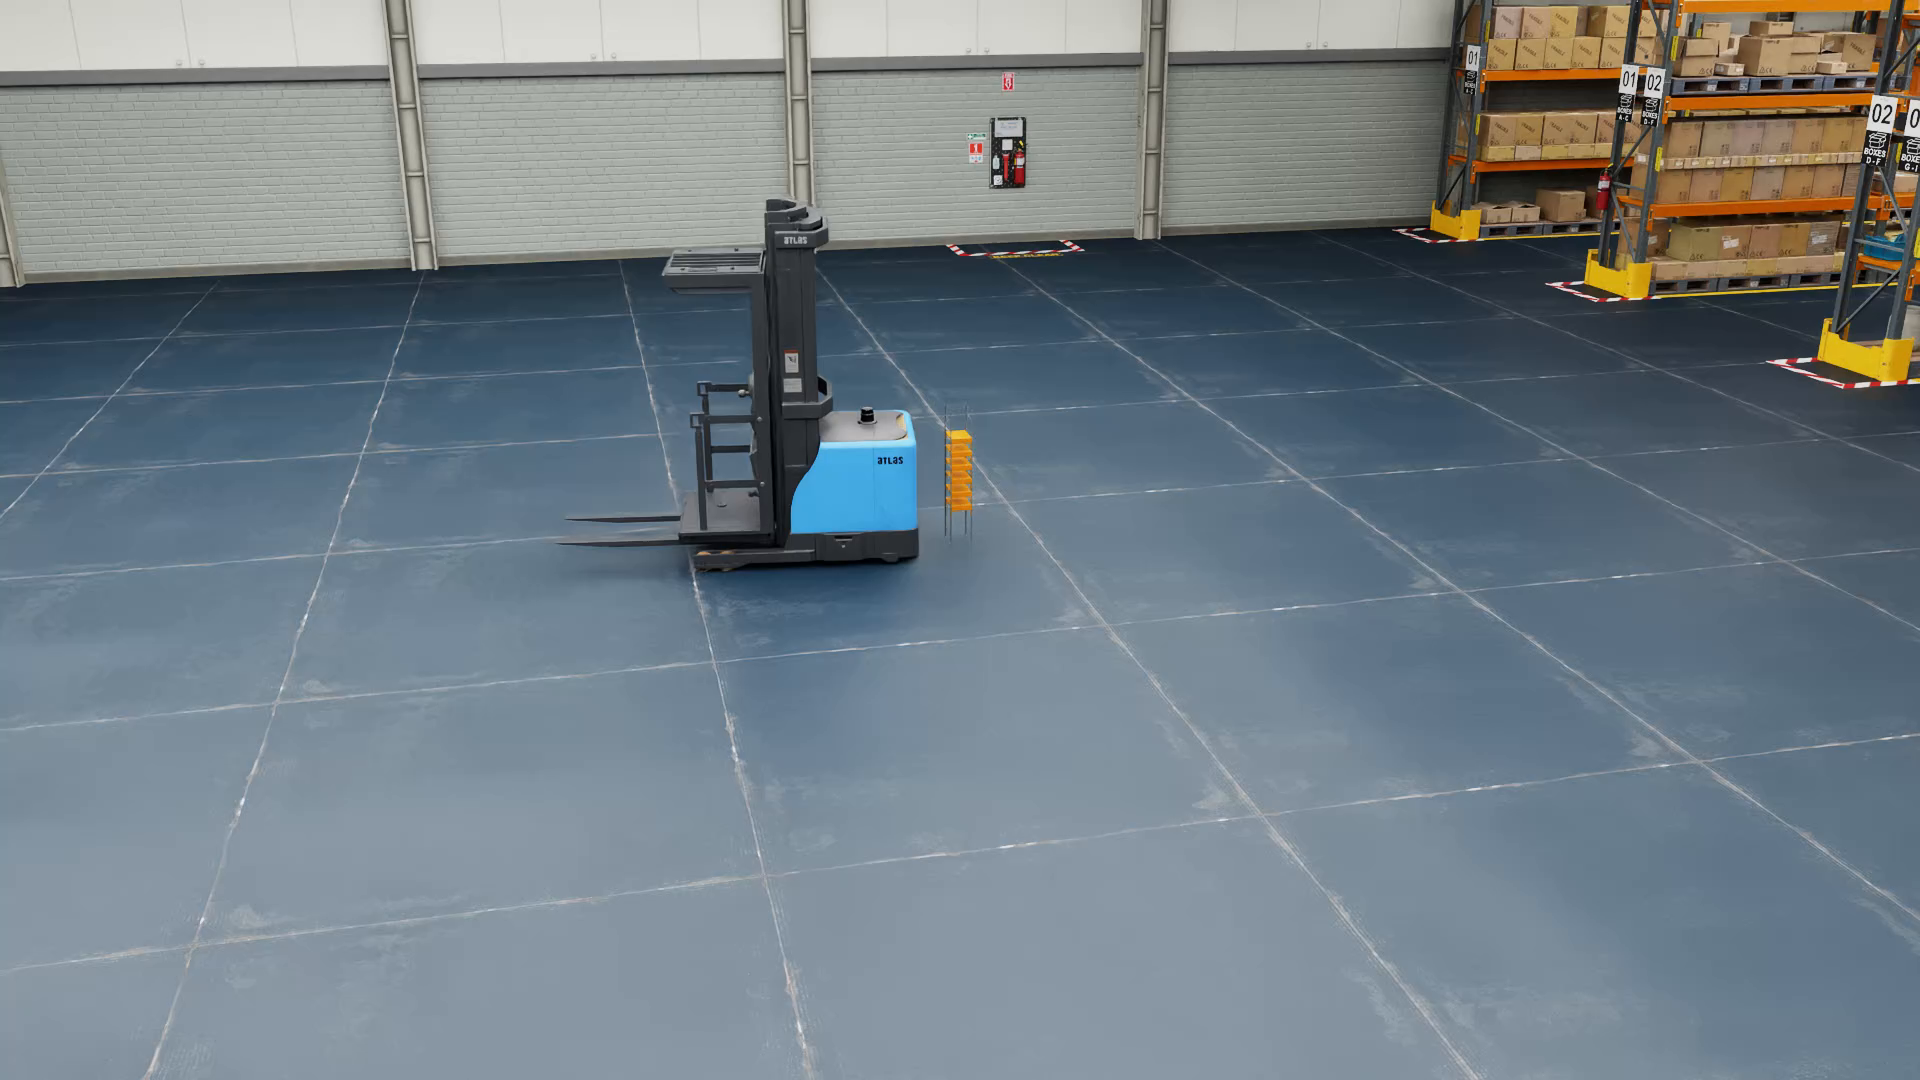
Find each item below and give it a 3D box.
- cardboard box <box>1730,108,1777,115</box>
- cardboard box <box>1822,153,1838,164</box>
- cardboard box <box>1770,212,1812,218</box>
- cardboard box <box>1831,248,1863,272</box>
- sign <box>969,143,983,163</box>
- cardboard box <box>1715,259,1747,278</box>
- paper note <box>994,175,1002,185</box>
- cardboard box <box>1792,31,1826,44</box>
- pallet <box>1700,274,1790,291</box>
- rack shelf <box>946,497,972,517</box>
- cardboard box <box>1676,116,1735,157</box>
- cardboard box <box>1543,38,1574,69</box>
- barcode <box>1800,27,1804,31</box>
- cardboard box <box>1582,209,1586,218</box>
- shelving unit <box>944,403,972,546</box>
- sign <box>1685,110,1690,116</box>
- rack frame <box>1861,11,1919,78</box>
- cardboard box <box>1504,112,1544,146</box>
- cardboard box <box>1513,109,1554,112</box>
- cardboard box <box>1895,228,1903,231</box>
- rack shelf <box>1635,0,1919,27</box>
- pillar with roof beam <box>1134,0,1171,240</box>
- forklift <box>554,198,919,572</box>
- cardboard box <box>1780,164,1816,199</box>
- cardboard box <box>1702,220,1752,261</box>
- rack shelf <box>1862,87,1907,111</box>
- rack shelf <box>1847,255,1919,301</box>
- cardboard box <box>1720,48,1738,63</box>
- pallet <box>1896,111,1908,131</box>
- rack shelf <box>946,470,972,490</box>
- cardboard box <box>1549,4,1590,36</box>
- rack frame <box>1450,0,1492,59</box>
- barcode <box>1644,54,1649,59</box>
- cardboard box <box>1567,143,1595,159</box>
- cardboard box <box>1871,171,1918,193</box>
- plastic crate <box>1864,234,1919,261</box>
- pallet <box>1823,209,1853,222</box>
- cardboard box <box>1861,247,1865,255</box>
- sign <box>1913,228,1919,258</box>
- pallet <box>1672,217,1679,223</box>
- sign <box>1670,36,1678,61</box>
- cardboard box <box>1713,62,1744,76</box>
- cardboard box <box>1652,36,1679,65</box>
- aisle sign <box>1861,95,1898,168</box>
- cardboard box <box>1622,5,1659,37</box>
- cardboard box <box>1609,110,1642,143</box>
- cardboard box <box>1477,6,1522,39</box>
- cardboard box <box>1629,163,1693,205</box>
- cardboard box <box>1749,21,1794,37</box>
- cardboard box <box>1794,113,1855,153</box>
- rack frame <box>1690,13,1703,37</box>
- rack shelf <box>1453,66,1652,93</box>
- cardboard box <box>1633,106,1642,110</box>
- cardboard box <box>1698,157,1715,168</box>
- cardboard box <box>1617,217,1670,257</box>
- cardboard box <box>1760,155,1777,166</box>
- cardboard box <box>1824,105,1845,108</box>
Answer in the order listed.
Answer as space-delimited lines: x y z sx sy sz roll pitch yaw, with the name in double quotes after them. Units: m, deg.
14.175 -7.482 29.815 0.500 0.500 0.700 -2 20 -5 "cardboard box"
12.670 -5.634 24.467 0.250 0.149 0.380 -5 21 -13 "cardboard box"
12.628 -4.721 25.361 0.500 0.500 0.500 -5 21 -12 "cardboard box"
13.235 -4.233 25.119 0.500 0.250 0.500 -5 21 -12 "cardboard box"
0.268 -6.473 27.795 0.234 0.329 0.001 -5 21 -12 "sign"
11.289 -4.075 24.686 0.500 0.250 0.500 -5 21 -12 "cardboard box"
0.641 -6.061 28.002 0.142 0.148 0.016 -5 21 -12 "paper note"
15.103 -8.806 29.676 0.637 0.503 0.797 -2 20 -5 "cardboard box"
11.663 -3.981 25.098 1.213 0.211 1.003 -5 21 -12 "pallet"
-0.014 -0.295 14.425 0.180 0.103 0.258 -5 21 -12 "rack shelf"
10.763 -5.857 24.133 0.500 0.500 0.700 -5 21 -14 "cardboard box"
10.018 -8.259 28.186 0.500 0.500 0.500 -4 20 -10 "cardboard box"
15.193 -9.224 30.008 0.075 0.075 0.001 -5 21 -12 "barcode"
10.932 -5.843 29.632 0.250 0.149 0.380 -6 21 -17 "cardboard box"
-0.014 -0.562 14.327 0.189 1.200 0.258 -5 21 -12 "shelving unit"
12.625 -7.320 28.901 0.005 0.325 0.100 -5 21 -12 "sign"
13.636 -8.254 23.986 0.127 3.000 1.000 -5 21 -12 "rack frame"
9.617 -7.042 28.499 0.500 0.500 0.500 -5 21 -12 "cardboard box"
10.004 -7.257 29.085 0.500 0.500 0.500 -5 21 -14 "cardboard box"
14.584 -4.594 25.288 0.500 0.311 0.500 -5 21 -13 "cardboard box"
11.690 -7.570 23.747 4.000 0.370 1.077 -5 21 -12 "rack shelf"
4.234 -8.024 23.359 0.400 9.000 9.100 -5 21 -12 "pillar with roof beam"
-1.893 -1.302 13.830 3.031 2.935 1.130 -2 20 -5 "forklift"
12.205 -5.365 24.675 0.500 0.500 0.700 -4 21 -12 "cardboard box"
11.286 -4.431 24.568 0.500 0.500 0.500 -5 21 -12 "cardboard box"
15.583 -6.666 25.058 4.000 0.370 1.077 -5 21 -12 "rack shelf"
12.826 -3.283 20.183 4.000 0.370 1.077 -5 21 -12 "rack shelf"
11.345 -6.973 24.167 0.500 0.311 0.500 -2 20 -6 "cardboard box"
11.707 -4.815 19.233 1.213 0.211 1.003 -5 21 -12 "pallet"
-0.014 -0.521 14.342 0.180 0.103 0.258 -5 21 -12 "rack shelf"
10.464 -8.950 28.619 0.500 0.500 0.500 -5 21 -13 "cardboard box"
8.600 -9.595 27.648 0.127 3.000 1.000 -5 21 -12 "rack frame"
9.926 -6.987 24.044 0.075 0.075 0.001 -5 21 -12 "barcode"
10.640 -6.773 28.855 0.500 0.250 0.500 -4 21 -12 "cardboard box"
14.105 -5.420 25.190 0.500 0.250 0.500 -3 20 -9 "cardboard box"
11.298 -3.532 20.034 0.616 0.251 0.499 -5 21 -12 "plastic crate"
15.625 -6.041 30.721 1.213 0.211 1.003 -5 21 -12 "pallet"
14.086 -4.292 25.280 0.500 0.250 0.500 -5 21 -14 "cardboard box"
11.002 -3.408 19.076 0.005 0.325 0.100 -5 21 -12 "sign"
13.250 -5.848 30.193 1.213 0.211 1.003 -5 21 -12 "pallet"
9.866 -6.790 22.966 0.005 0.325 0.100 -5 21 -12 "sign"
10.929 -6.708 23.678 0.250 0.149 0.380 -5 21 -12 "cardboard box"
12.056 -8.437 28.672 0.500 0.500 0.500 -4 21 -11 "cardboard box"
10.741 -4.777 19.436 0.004 0.787 0.394 -5 21 -12 "aisle sign"
11.534 -8.852 28.351 0.500 0.500 0.500 -4 20 -10 "cardboard box"
11.619 -7.204 28.940 0.500 0.500 0.500 -5 21 -13 "cardboard box"
9.031 -8.662 27.833 0.500 0.500 0.500 -6 21 -16 "cardboard box"
10.201 -5.200 24.226 0.500 0.500 0.700 -5 21 -12 "cardboard box"
14.243 -8.862 29.250 0.500 0.500 0.500 -5 21 -14 "cardboard box"
12.714 -6.016 24.566 0.500 0.500 0.700 -5 21 -13 "cardboard box"
12.493 -9.912 28.512 0.127 3.000 1.000 -5 21 -12 "rack frame"
10.546 -8.007 28.720 4.000 0.370 1.077 -5 21 -12 "rack shelf"
11.987 -7.419 29.527 0.500 0.500 0.500 -5 21 -14 "cardboard box"
10.674 -5.472 24.025 0.250 0.149 0.380 -5 21 -12 "cardboard box"
10.197 -4.521 24.814 0.500 0.500 0.500 -5 21 -12 "cardboard box"
11.671 -5.552 24.245 0.250 0.149 0.380 -4 21 -12 "cardboard box"
15.747 -7.902 30.019 0.250 0.149 0.380 -8 22 -22 "cardboard box"
